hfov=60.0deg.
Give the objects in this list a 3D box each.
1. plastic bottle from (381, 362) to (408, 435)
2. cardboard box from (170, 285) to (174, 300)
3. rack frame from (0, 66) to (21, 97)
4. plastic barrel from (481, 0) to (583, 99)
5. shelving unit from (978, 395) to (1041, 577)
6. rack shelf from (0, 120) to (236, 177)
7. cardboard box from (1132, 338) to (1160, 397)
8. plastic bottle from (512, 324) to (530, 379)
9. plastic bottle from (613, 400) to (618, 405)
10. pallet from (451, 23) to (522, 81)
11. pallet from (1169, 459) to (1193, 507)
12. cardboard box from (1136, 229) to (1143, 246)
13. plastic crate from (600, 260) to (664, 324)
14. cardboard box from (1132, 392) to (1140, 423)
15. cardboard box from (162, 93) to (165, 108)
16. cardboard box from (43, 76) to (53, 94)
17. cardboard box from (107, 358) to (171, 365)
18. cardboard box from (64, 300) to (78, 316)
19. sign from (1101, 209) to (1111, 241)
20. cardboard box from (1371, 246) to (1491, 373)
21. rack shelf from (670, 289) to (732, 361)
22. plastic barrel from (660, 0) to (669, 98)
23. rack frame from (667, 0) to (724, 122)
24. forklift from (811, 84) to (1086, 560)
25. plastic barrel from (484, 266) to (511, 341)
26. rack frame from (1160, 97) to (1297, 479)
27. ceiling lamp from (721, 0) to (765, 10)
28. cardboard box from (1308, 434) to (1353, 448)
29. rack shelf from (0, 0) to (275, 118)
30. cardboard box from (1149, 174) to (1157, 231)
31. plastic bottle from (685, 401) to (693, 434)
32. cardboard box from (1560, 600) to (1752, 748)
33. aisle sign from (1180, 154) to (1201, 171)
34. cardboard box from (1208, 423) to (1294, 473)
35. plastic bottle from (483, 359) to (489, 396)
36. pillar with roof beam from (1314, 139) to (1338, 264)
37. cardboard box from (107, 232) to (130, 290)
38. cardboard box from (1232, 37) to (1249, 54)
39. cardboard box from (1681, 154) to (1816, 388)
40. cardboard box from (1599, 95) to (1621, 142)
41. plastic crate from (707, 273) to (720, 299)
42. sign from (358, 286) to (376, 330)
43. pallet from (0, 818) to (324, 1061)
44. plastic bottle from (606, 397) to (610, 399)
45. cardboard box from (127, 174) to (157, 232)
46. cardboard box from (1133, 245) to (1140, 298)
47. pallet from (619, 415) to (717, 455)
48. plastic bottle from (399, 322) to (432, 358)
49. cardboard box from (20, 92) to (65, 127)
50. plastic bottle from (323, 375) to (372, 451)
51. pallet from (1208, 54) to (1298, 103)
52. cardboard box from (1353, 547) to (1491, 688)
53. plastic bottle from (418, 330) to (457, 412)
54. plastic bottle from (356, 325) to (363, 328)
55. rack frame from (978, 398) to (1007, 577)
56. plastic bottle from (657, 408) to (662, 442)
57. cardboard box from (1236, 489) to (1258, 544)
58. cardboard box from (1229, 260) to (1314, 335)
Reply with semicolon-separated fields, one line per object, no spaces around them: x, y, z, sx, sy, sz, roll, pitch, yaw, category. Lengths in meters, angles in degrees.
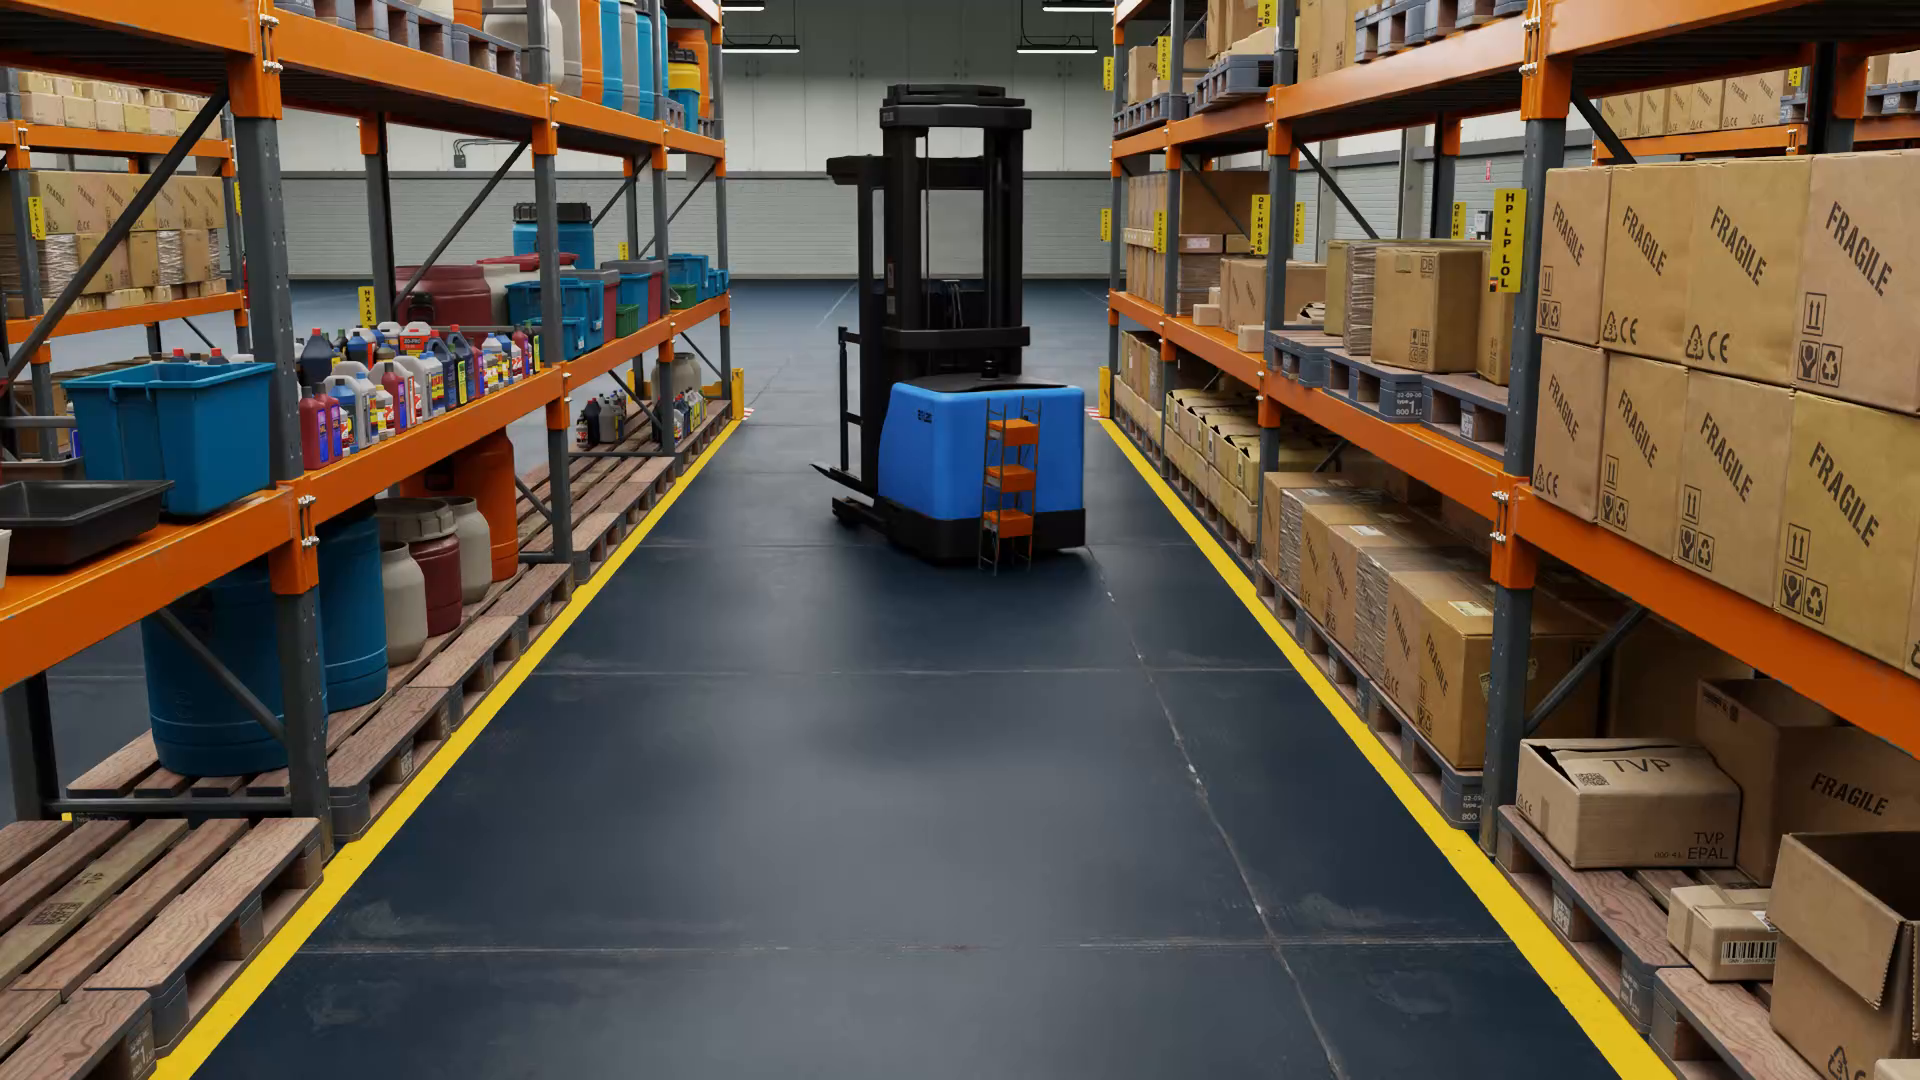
-2.246;-0.566;6.599;0.061;0.283;0.133;0;11;-1;plastic bottle
-7.592;-2.310;15.532;0.380;0.149;0.250;0;11;-1;cardboard box
-7.764;-4.882;12.491;1.000;3.000;0.127;0;11;-1;rack frame
-2.530;-3.047;9.729;0.600;0.901;0.600;0;11;0;plastic barrel
0.294;-0.324;9.968;0.252;1.050;0.215;-7;19;-31;shelving unit
-7.806;-3.457;14.820;1.077;0.370;4.000;0;11;-1;rack shelf
1.874;-1.597;15.361;0.500;0.500;0.500;0;11;-1;cardboard box
-2.290;-0.986;8.666;0.061;0.283;0.133;0;11;-1;plastic bottle
-3.022;-1.082;14.571;0.061;0.283;0.133;0;11;-1;plastic bottle
-2.812;-2.392;8.238;1.003;0.211;1.213;0;11;-1;pallet
2.194;-0.469;12.841;1.003;0.211;1.213;0;11;-1;pallet
1.873;-2.860;15.729;0.380;0.149;0.250;-1;11;-3;cardboard box
-2.496;-1.899;12.713;0.402;0.464;0.583;0;11;-1;plastic crate
1.875;-1.230;15.436;0.500;0.250;0.500;0;11;-1;cardboard box
-7.616;-4.070;15.404;0.380;0.149;0.250;0;11;0;cardboard box
-7.536;-3.653;13.349;0.380;0.149;0.250;-1;11;-4;cardboard box
-7.804;-1.475;16.016;0.500;0.500;0.500;3;12;14;cardboard box
-7.460;-1.913;13.574;0.380;0.149;0.250;0;11;-1;cardboard box
1.502;-3.239;17.104;0.100;0.325;0.005;0;11;-1;sign
2.207;-0.998;7.124;0.700;0.500;0.500;-3;12;-16;cardboard box
-2.854;-2.007;15.219;1.077;0.370;4.000;0;11;-1;rack shelf
-2.726;-4.082;13.775;0.600;0.901;0.708;0;11;-1;plastic barrel
-2.895;-5.698;16.511;1.000;3.000;0.127;0;11;-1;rack frame
-0.249;-1.563;11.392;1.130;2.935;3.031;-5;12;-23;forklift
-2.964;-1.426;10.261;0.421;0.512;0.421;0;11;0;plastic barrel
2.140;-1.982;13.284;1.000;3.000;0.127;0;11;-1;rack frame
-4.760;-11.797;31.896;2.000;3.185;0.800;0;11;-1;ceiling lamp
2.486;-0.530;10.575;0.500;0.311;0.500;-1;11;-3;cardboard box
-2.606;-1.092;3.163;1.077;0.370;4.000;0;11;-1;rack shelf
2.093;-3.054;15.055;0.700;0.500;0.500;0;11;-1;cardboard box
-2.380;-1.079;14.561;0.061;0.283;0.133;0;11;1;plastic bottle
2.539;0.521;6.129;0.500;0.500;0.500;-1;11;-4;cardboard box
2.350;-4.065;17.016;0.394;0.787;0.004;0;11;-1;aisle sign
1.941;-0.627;11.053;0.500;0.311;0.500;0;11;-2;cardboard box
-2.292;-0.787;7.893;0.097;0.201;0.097;0;11;0;plastic bottle
3.213;-9.163;33.593;9.100;9.000;0.548;0;11;-1;pillar with roof beam
-7.798;-2.425;14.469;0.875;0.500;0.500;0;11;-1;cardboard box
2.118;-3.204;11.085;0.500;0.250;0.500;-1;12;-6;cardboard box
2.055;-0.631;3.860;0.500;0.500;0.500;-1;11;-3;cardboard box
6.767;-4.260;16.665;0.500;0.500;0.500;0;11;0;cardboard box
-2.578;-2.457;16.001;0.499;0.251;0.408;0;11;-1;plastic crate
-3.280;-1.244;9.234;0.100;0.325;0.005;0;11;-1;sign
-2.593;1.140;4.907;1.003;0.211;1.213;0;11;-1;pallet
-3.156;-1.146;14.919;0.097;0.271;0.097;0;11;0;plastic bottle
-7.562;-3.015;14.864;0.500;0.500;0.500;0;11;-1;cardboard box
2.070;-2.629;16.222;0.700;0.500;0.500;0;11;0;cardboard box
-2.813;-0.973;15.322;1.003;0.211;1.213;0;11;-1;pallet
-2.892;-1.020;8.853;0.152;0.276;0.135;0;11;-1;plastic bottle
-7.517;-3.429;13.250;0.500;0.250;0.500;-1;11;-3;cardboard box
-2.283;-0.478;6.181;0.152;0.276;0.135;0;11;-1;plastic bottle
2.119;-2.699;9.749;1.213;0.211;1.003;0;11;1;pallet
1.997;0.323;7.104;0.500;0.500;0.500;0;11;0;cardboard box
-2.303;-0.742;7.297;0.144;0.351;0.185;0;11;-1;plastic bottle
-3.083;-0.957;8.527;0.061;0.283;0.133;0;11;-1;plastic bottle
0.190;-0.311;9.906;0.008;1.050;0.200;-7;19;-31;rack frame
-2.521;-0.976;14.049;0.061;0.283;0.133;0;11;-1;plastic bottle
1.968;-0.149;10.107;0.500;0.250;0.500;0;11;0;cardboard box
2.161;-1.674;11.515;0.500;0.500;0.500;0;11;-1;cardboard box
